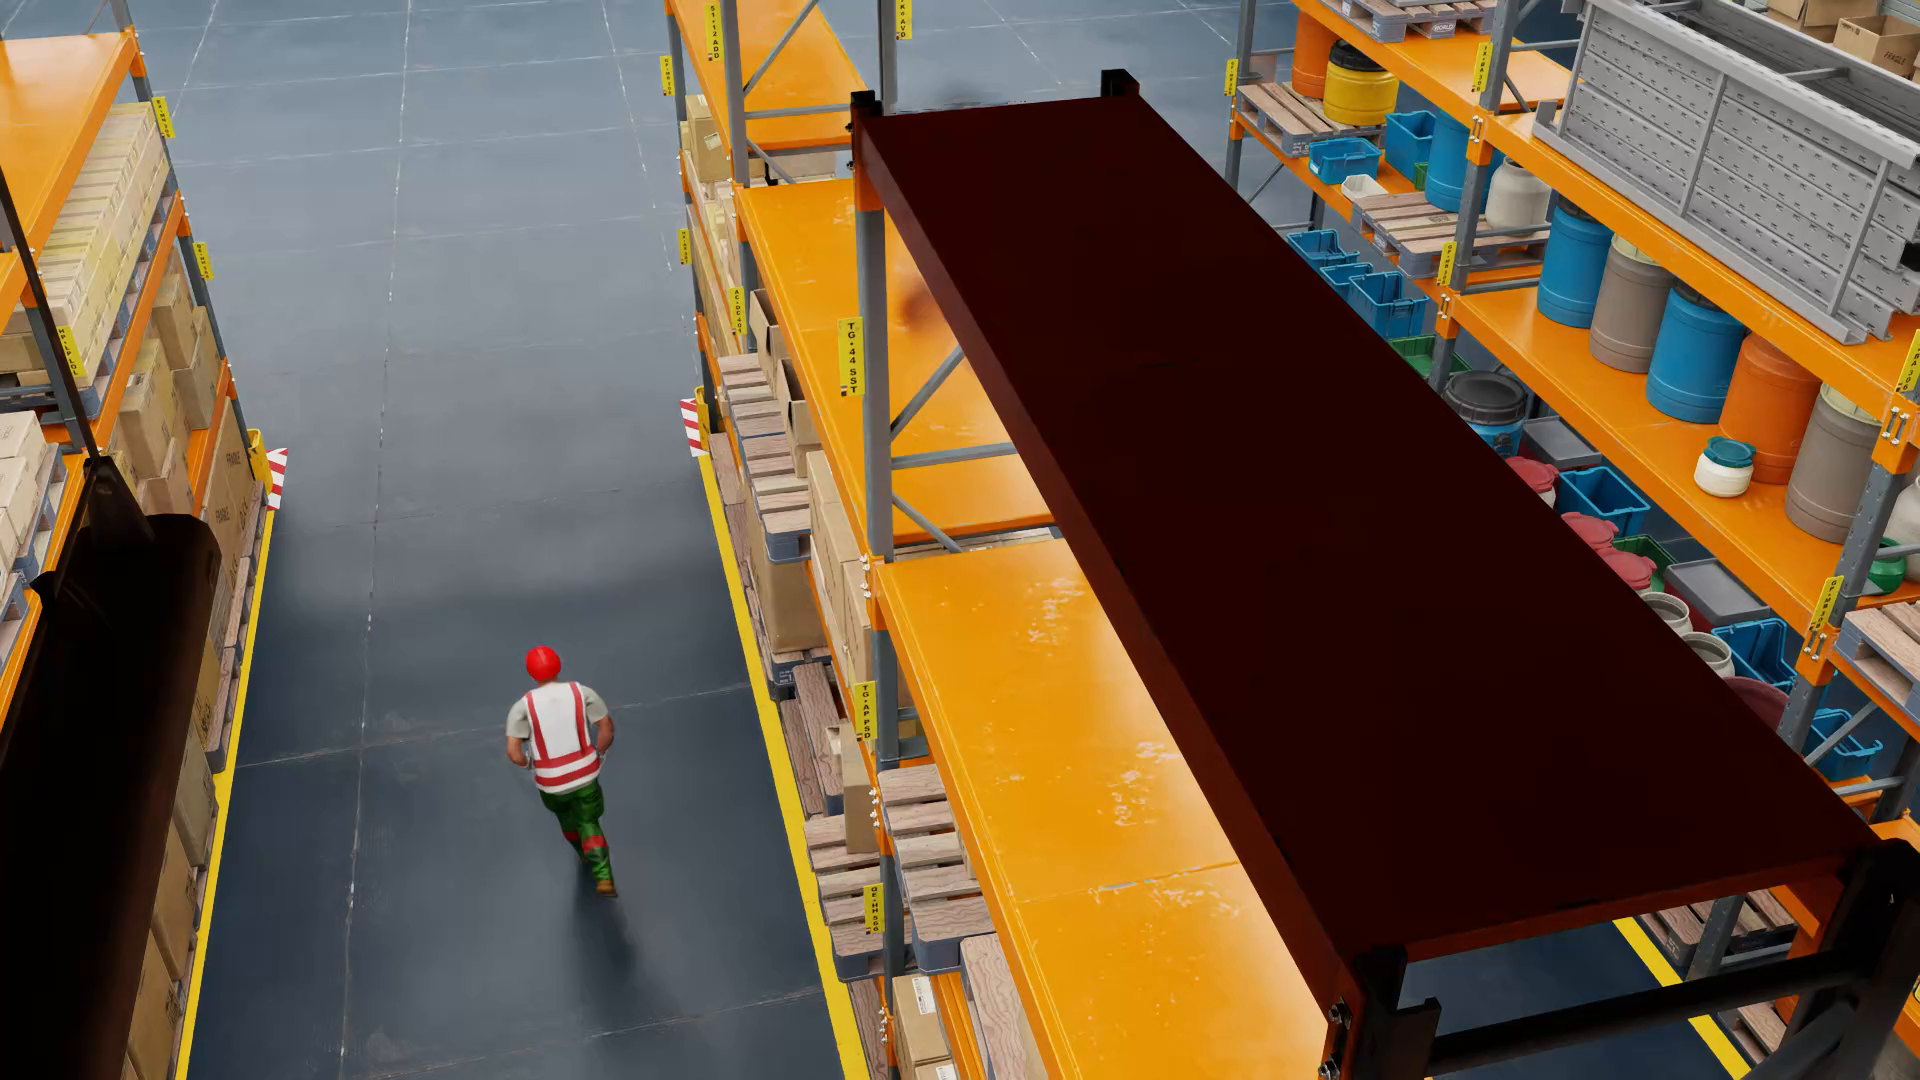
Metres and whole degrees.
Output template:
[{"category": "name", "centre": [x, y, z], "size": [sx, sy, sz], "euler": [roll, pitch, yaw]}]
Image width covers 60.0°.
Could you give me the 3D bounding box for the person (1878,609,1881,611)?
[{"category": "person", "centre": [6.796, 0.064, 12.512], "size": [0.690, 1.734, 0.695], "euler": [-14, 37, -20]}]

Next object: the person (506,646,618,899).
[{"category": "person", "centre": [-2.416, 1.548, 10.356], "size": [0.668, 1.731, 0.988], "euler": [-18, 38, -24]}]
